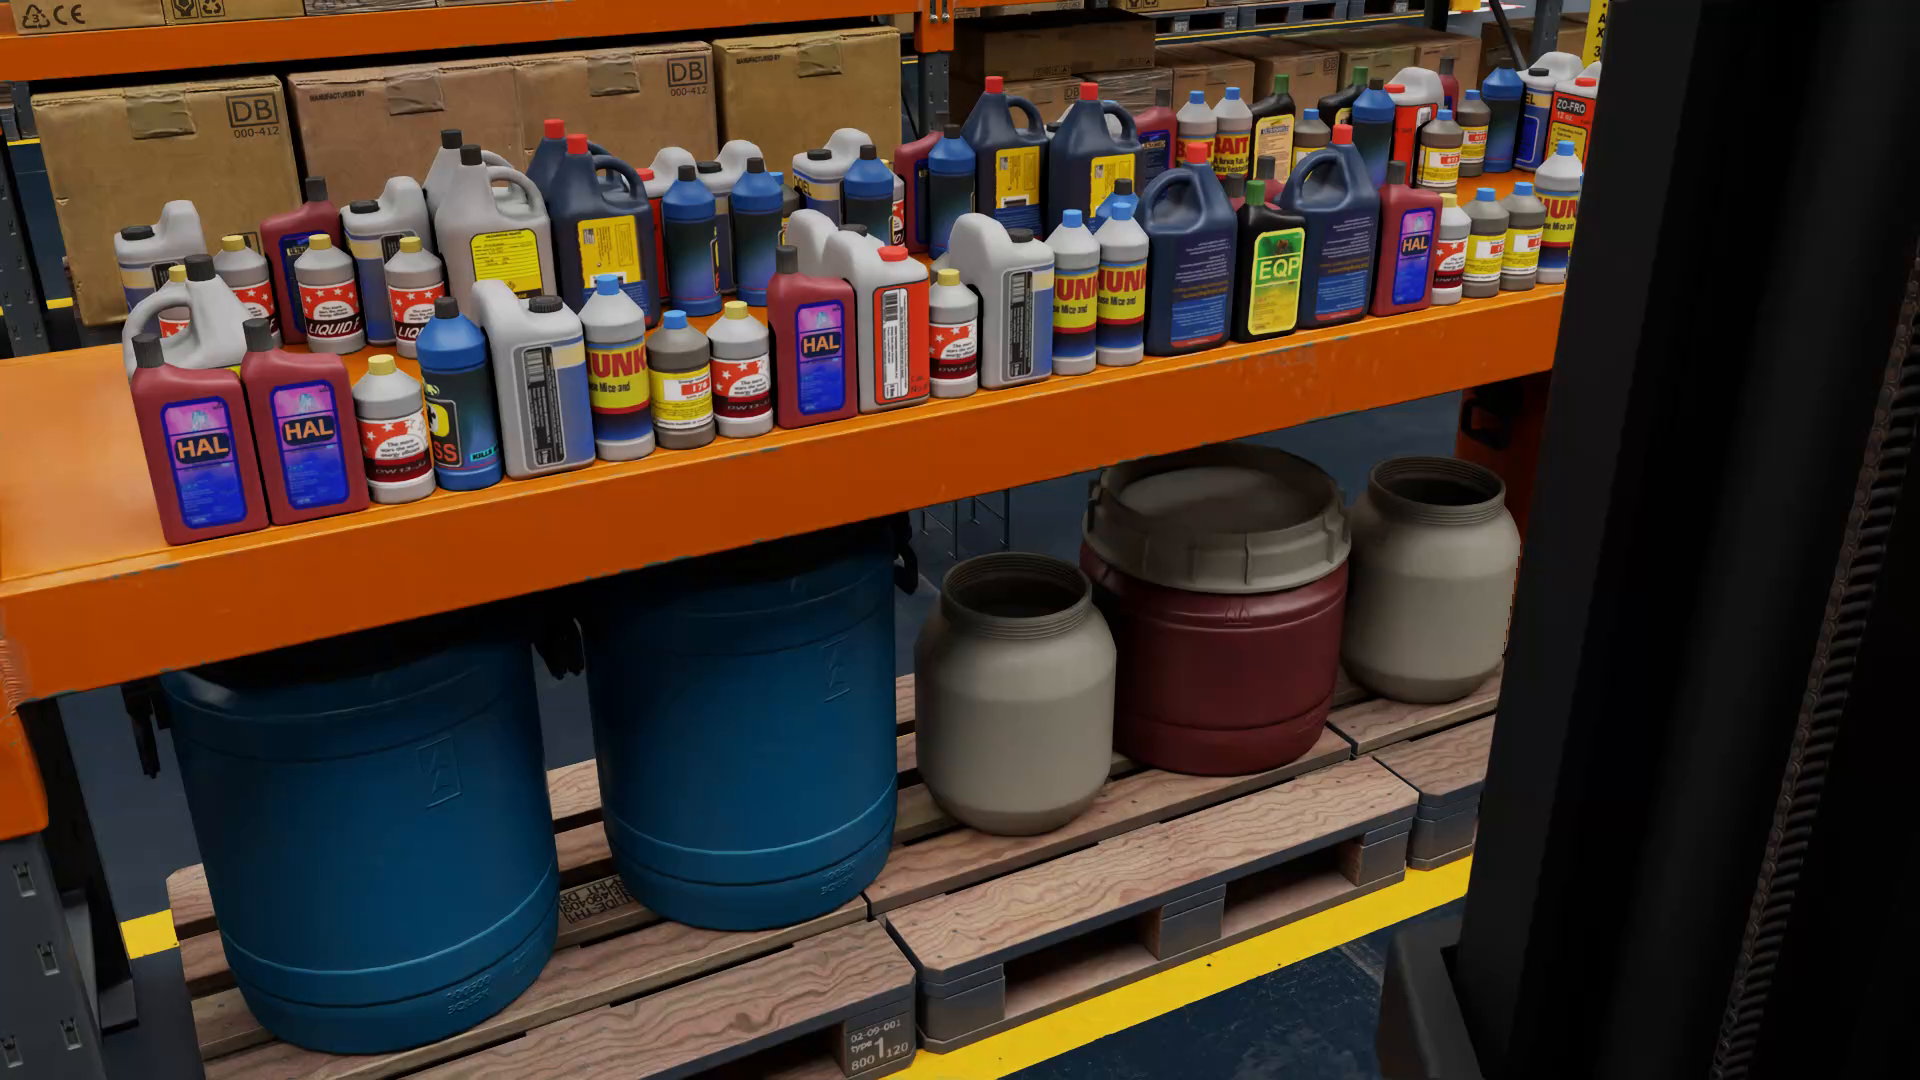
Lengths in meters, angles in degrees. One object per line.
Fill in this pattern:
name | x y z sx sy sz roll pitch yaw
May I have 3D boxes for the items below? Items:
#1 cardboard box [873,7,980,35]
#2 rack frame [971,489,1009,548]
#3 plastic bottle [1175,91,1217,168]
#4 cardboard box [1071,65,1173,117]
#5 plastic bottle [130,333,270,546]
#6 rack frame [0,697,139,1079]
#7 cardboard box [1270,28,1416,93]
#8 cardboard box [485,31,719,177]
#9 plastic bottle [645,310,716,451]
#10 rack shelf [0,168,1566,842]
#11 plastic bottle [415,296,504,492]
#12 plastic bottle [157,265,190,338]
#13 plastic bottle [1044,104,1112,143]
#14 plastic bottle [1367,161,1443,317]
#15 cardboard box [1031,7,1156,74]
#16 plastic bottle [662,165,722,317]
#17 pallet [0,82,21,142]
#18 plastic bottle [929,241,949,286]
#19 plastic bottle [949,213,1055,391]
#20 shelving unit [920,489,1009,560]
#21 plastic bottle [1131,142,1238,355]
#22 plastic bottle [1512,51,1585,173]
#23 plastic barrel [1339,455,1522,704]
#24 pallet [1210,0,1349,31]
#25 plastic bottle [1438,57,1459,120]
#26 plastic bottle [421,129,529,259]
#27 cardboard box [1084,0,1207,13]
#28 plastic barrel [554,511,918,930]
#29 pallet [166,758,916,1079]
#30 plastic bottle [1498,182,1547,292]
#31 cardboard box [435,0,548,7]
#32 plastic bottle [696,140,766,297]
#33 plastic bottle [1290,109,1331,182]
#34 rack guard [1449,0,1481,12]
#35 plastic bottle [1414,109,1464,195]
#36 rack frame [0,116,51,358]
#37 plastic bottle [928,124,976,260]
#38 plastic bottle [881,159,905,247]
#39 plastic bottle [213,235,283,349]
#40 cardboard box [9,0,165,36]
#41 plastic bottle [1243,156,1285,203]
cardboard box | -0.413 -4.536 13.346 0.750 0.750 1.050 -13 29 -25
rack frame | 0.094 -0.562 5.035 0.006 1.200 0.240 -13 29 -25
plastic bottle | 0.526 -0.872 3.749 0.097 0.271 0.097 0 26 0
cardboard box | 0.726 -2.321 8.998 0.500 0.500 0.700 -16 30 -29
plastic bottle | -1.014 -0.140 2.211 0.133 0.283 0.061 -13 29 -25
rack frame | -1.538 -0.281 2.370 0.127 3.000 1.000 -13 29 -25
cardboard box | 2.208 -2.667 9.718 0.500 0.500 0.700 -13 29 -25
cardboard box | -1.749 -1.908 7.727 0.875 0.875 1.225 -13 29 -25
plastic bottle | -0.427 -0.248 2.530 0.097 0.201 0.097 0 26 0
rack shelf | 0.226 -0.364 3.374 4.000 0.370 1.077 -13 29 -25
plastic bottle | -0.717 -0.212 2.375 0.097 0.271 0.097 0 26 0
plastic bottle | -1.268 -0.351 2.746 0.097 0.201 0.097 0 26 0
plastic bottle | 0.233 -0.793 3.579 0.135 0.276 0.152 -13 29 -25
plastic bottle | 0.826 -0.565 3.096 0.133 0.283 0.061 -13 29 -25
cardboard box | 0.701 -2.657 8.831 0.500 0.250 0.500 -10 27 -19
plastic bottle | -0.500 -0.560 3.100 0.097 0.271 0.097 0 26 0
pallet | -6.690 -2.680 10.588 1.213 0.211 1.003 -13 29 -25
plastic bottle | -0.004 -0.420 2.889 0.097 0.201 0.097 0 26 0
plastic bottle | 0.071 -0.410 2.781 0.135 0.276 0.152 -13 29 -25
shelving unit | 0.013 -0.544 4.996 0.189 1.200 0.258 -13 29 -25
plastic bottle | 0.386 -0.514 2.912 0.185 0.351 0.144 -13 29 -25
plastic bottle | 1.457 -1.075 4.167 0.135 0.276 0.152 -13 29 -25
plastic barrel | 1.111 0.092 3.982 0.421 0.512 0.421 0 26 0
pallet | 2.731 -4.835 15.076 1.213 0.211 1.003 -13 29 -25
plastic bottle | 1.146 -1.029 4.062 0.133 0.283 0.061 -13 29 -25
plastic bottle | -0.881 -0.571 3.031 0.185 0.351 0.144 -13 29 -25
cardboard box | 1.533 -5.050 14.272 0.875 0.875 0.875 -13 28 -24
plastic barrel | -0.426 0.227 3.251 0.708 0.901 0.600 -13 29 -25
pallet | -0.838 0.835 3.268 1.213 0.211 1.003 -13 29 -25
plastic bottle | 1.091 -0.598 3.260 0.097 0.201 0.097 0 26 0
cardboard box | -2.007 -2.528 6.933 0.500 0.500 0.500 -12 28 -24
plastic bottle | -0.457 -0.633 3.247 0.135 0.276 0.152 -13 29 -25
plastic bottle | 0.816 -0.907 3.903 0.097 0.201 0.097 0 26 0
rack guard | 4.496 -5.410 15.939 0.348 0.500 1.175 -13 29 -25
plastic bottle | 1.124 -0.903 3.896 0.097 0.201 0.097 0 26 0
rack frame | -3.869 -2.173 6.310 0.127 3.000 1.000 -13 29 -25
plastic bottle | -0.016 -0.717 3.426 0.097 0.271 0.097 0 26 0
plastic bottle | -0.163 -0.681 3.432 0.097 0.201 0.097 0 26 0
plastic bottle | -1.253 -0.429 2.908 0.097 0.201 0.097 0 26 0
cardboard box | -3.346 -2.216 6.284 0.500 0.500 0.500 -13 29 -25
plastic bottle | 0.595 -0.582 3.132 0.133 0.283 0.061 -13 29 -25
